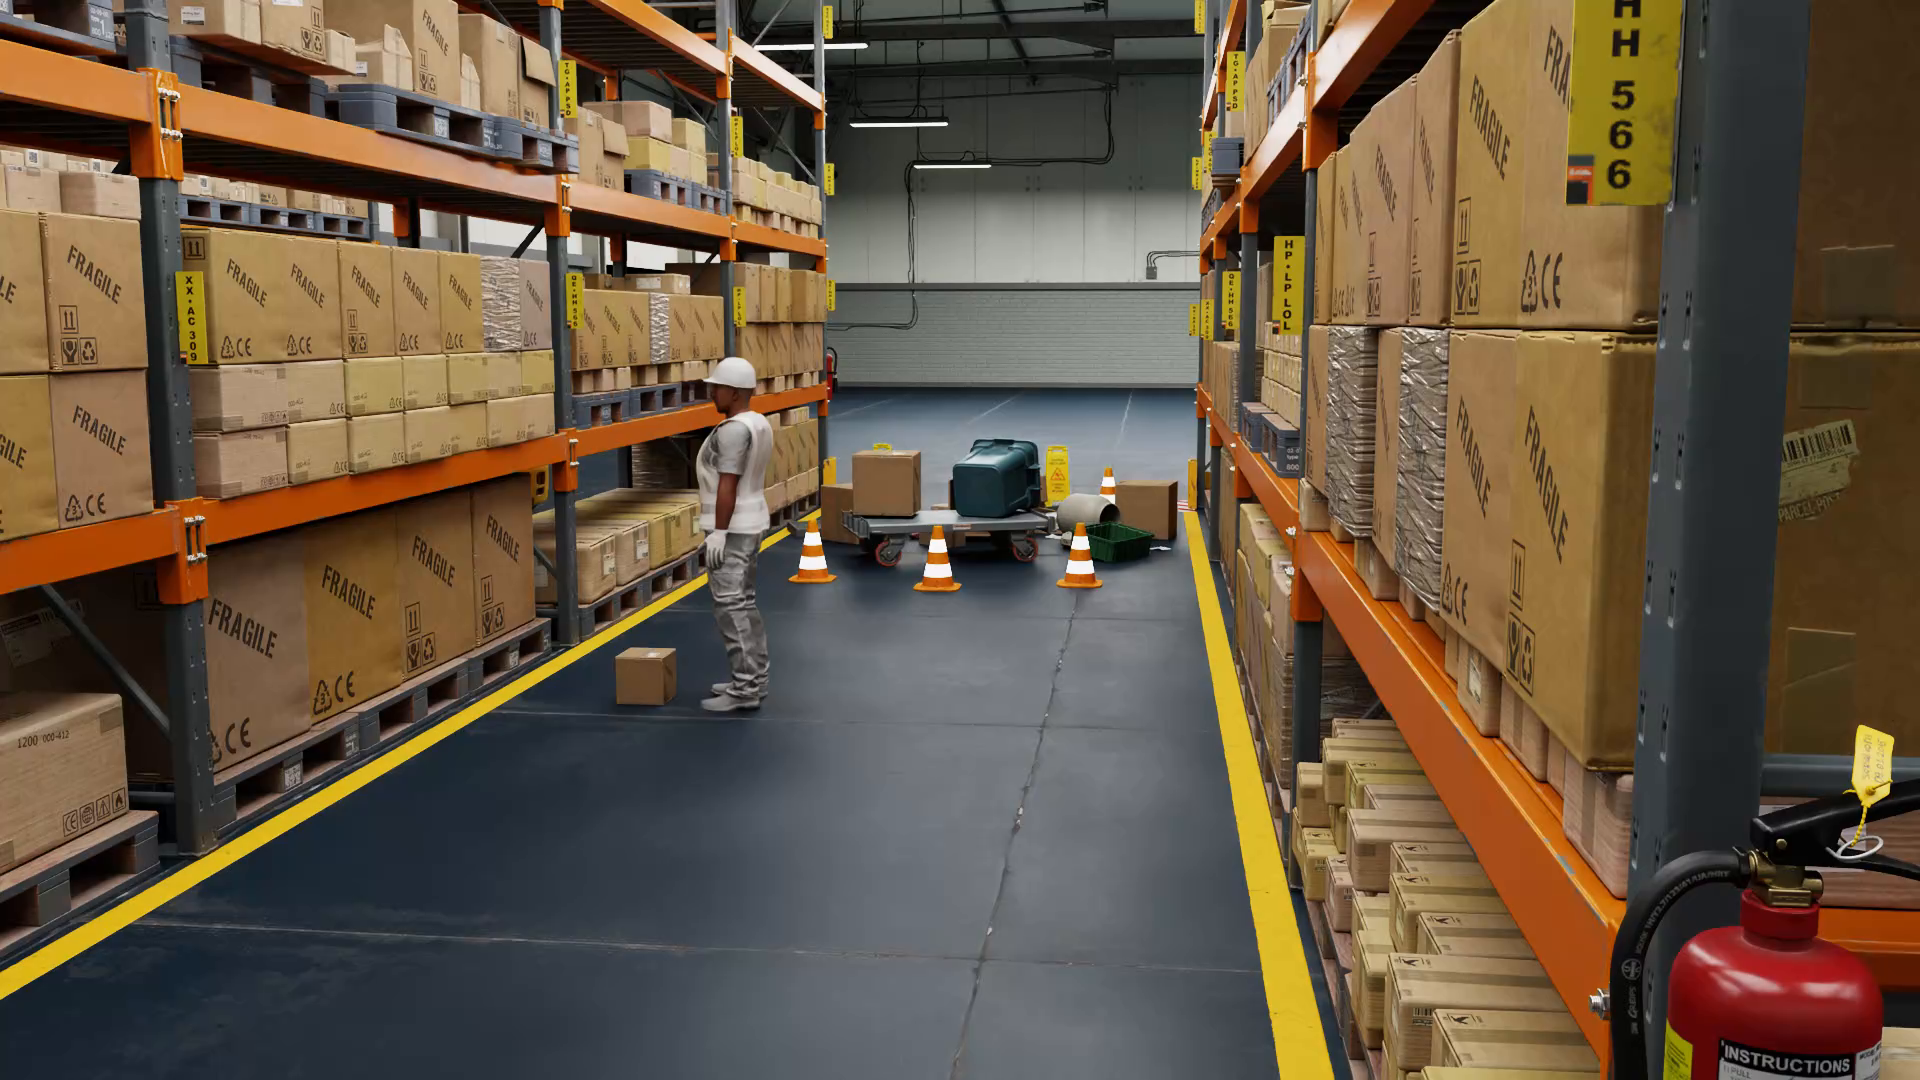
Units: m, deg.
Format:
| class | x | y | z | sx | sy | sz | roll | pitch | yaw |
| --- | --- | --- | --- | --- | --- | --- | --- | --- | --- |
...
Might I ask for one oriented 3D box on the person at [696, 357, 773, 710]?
| class | x | y | z | sx | sy | sz | roll | pitch | yaw |
| --- | --- | --- | --- | --- | --- | --- | --- | --- | --- |
| person | -1.157 | -0.034 | 8.515 | 0.361 | 1.793 | 0.541 | 1 | 8 | 8 |
